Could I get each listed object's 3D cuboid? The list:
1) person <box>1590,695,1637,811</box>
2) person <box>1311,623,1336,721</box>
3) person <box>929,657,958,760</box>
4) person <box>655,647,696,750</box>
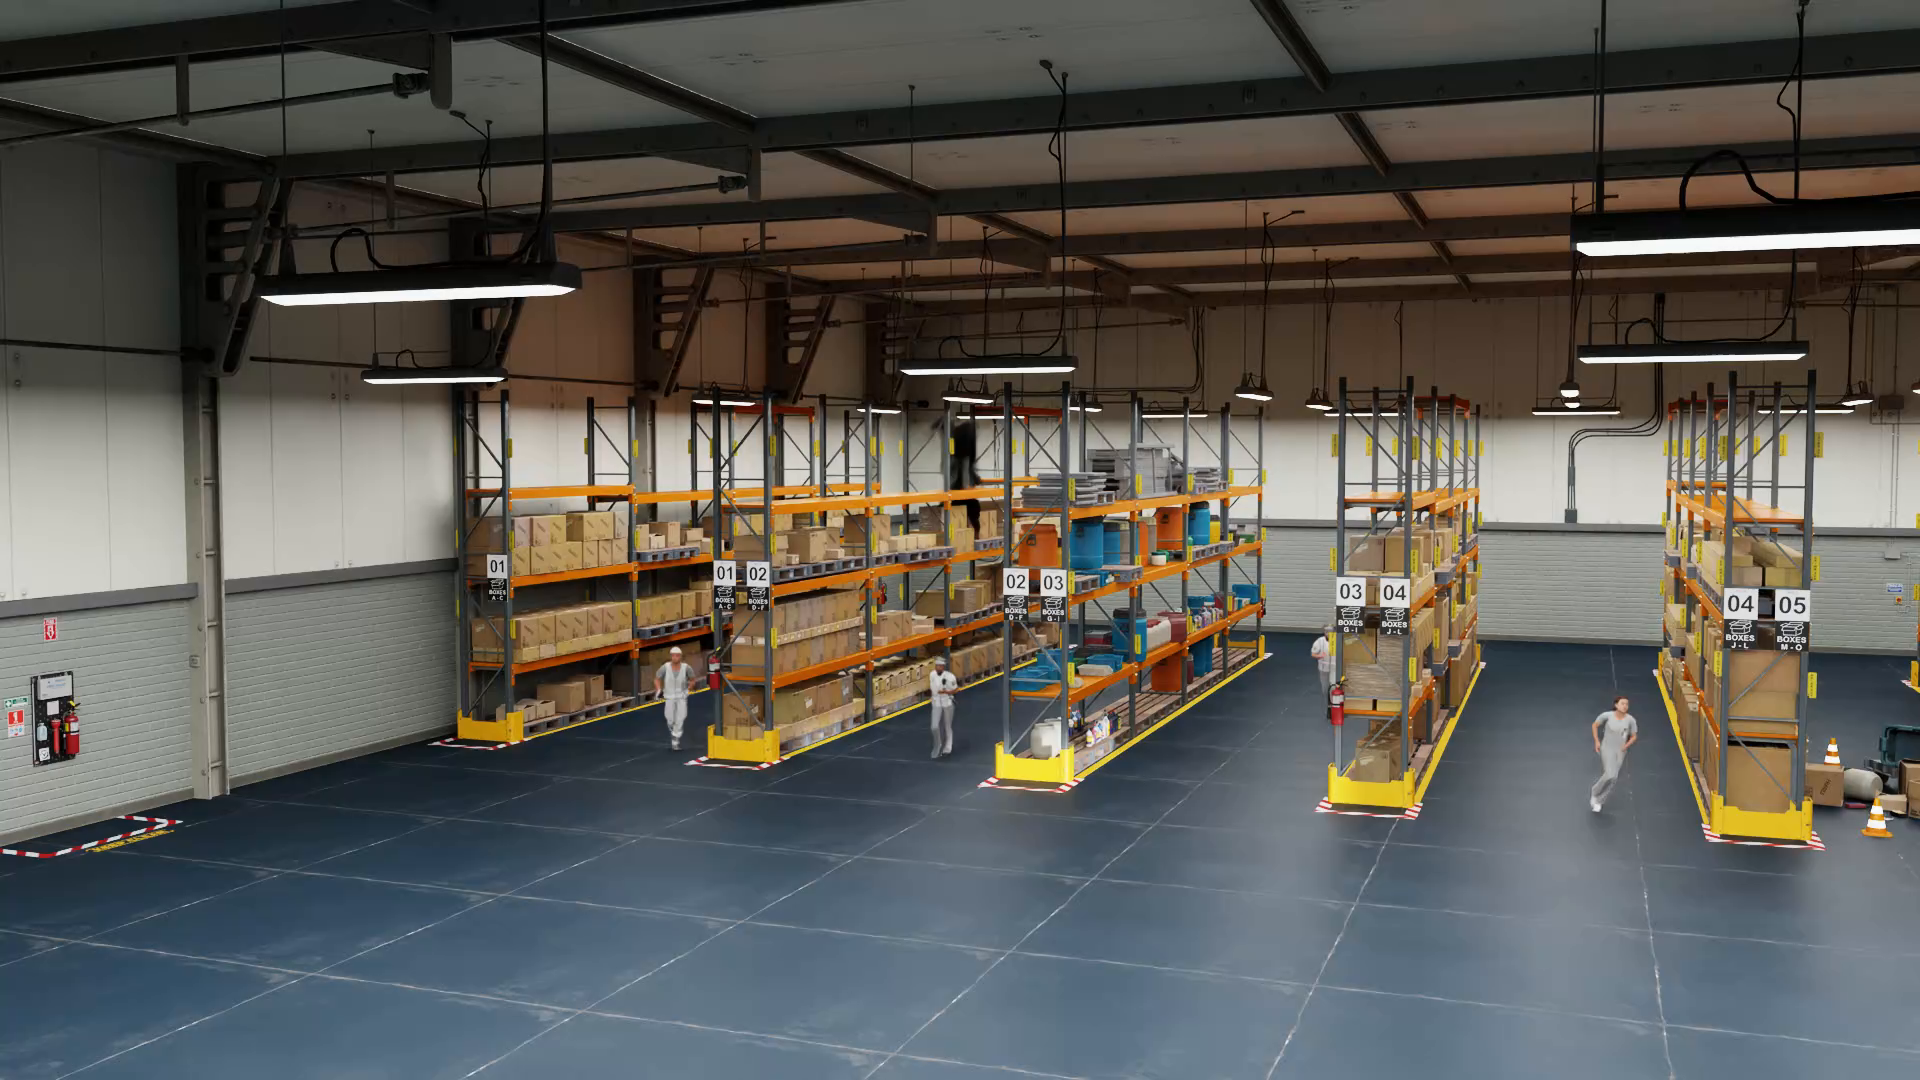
[{"bbox_3d":[9.008,2.931,22.853,0.559,1.622,0.535,0,3,3],"label":"person"},{"bbox_3d":[6.864,2.435,30.839,0.688,1.830,0.876,1,3,16],"label":"person"},{"bbox_3d":[-0.278,2.697,26.776,0.547,1.694,0.811,1,3,14],"label":"person"},{"bbox_3d":[-4.740,2.625,27.707,0.683,1.721,0.637,-1,3,-11],"label":"person"}]
